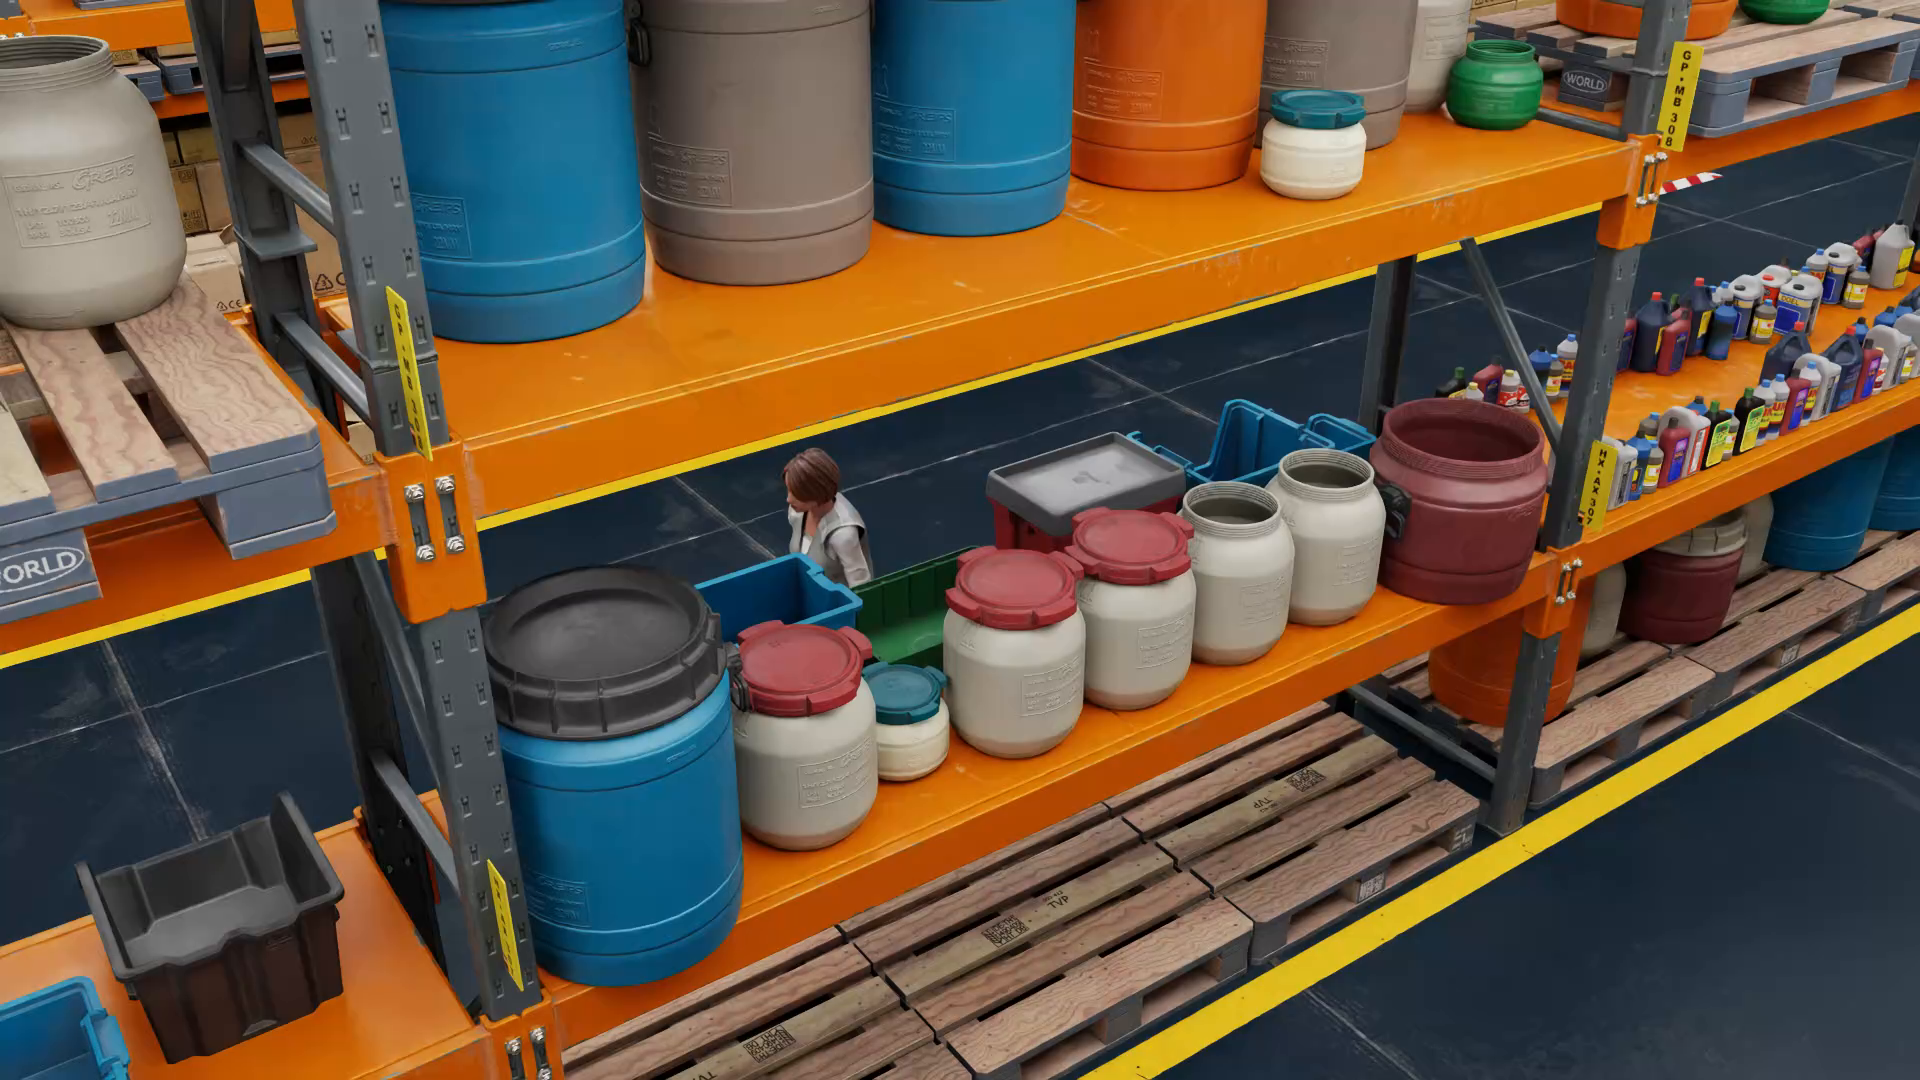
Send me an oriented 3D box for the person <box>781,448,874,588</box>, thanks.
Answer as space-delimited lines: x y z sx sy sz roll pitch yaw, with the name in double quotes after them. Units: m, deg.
-0.515 0.346 6.513 0.347 1.592 0.467 -21 35 -32 "person"
